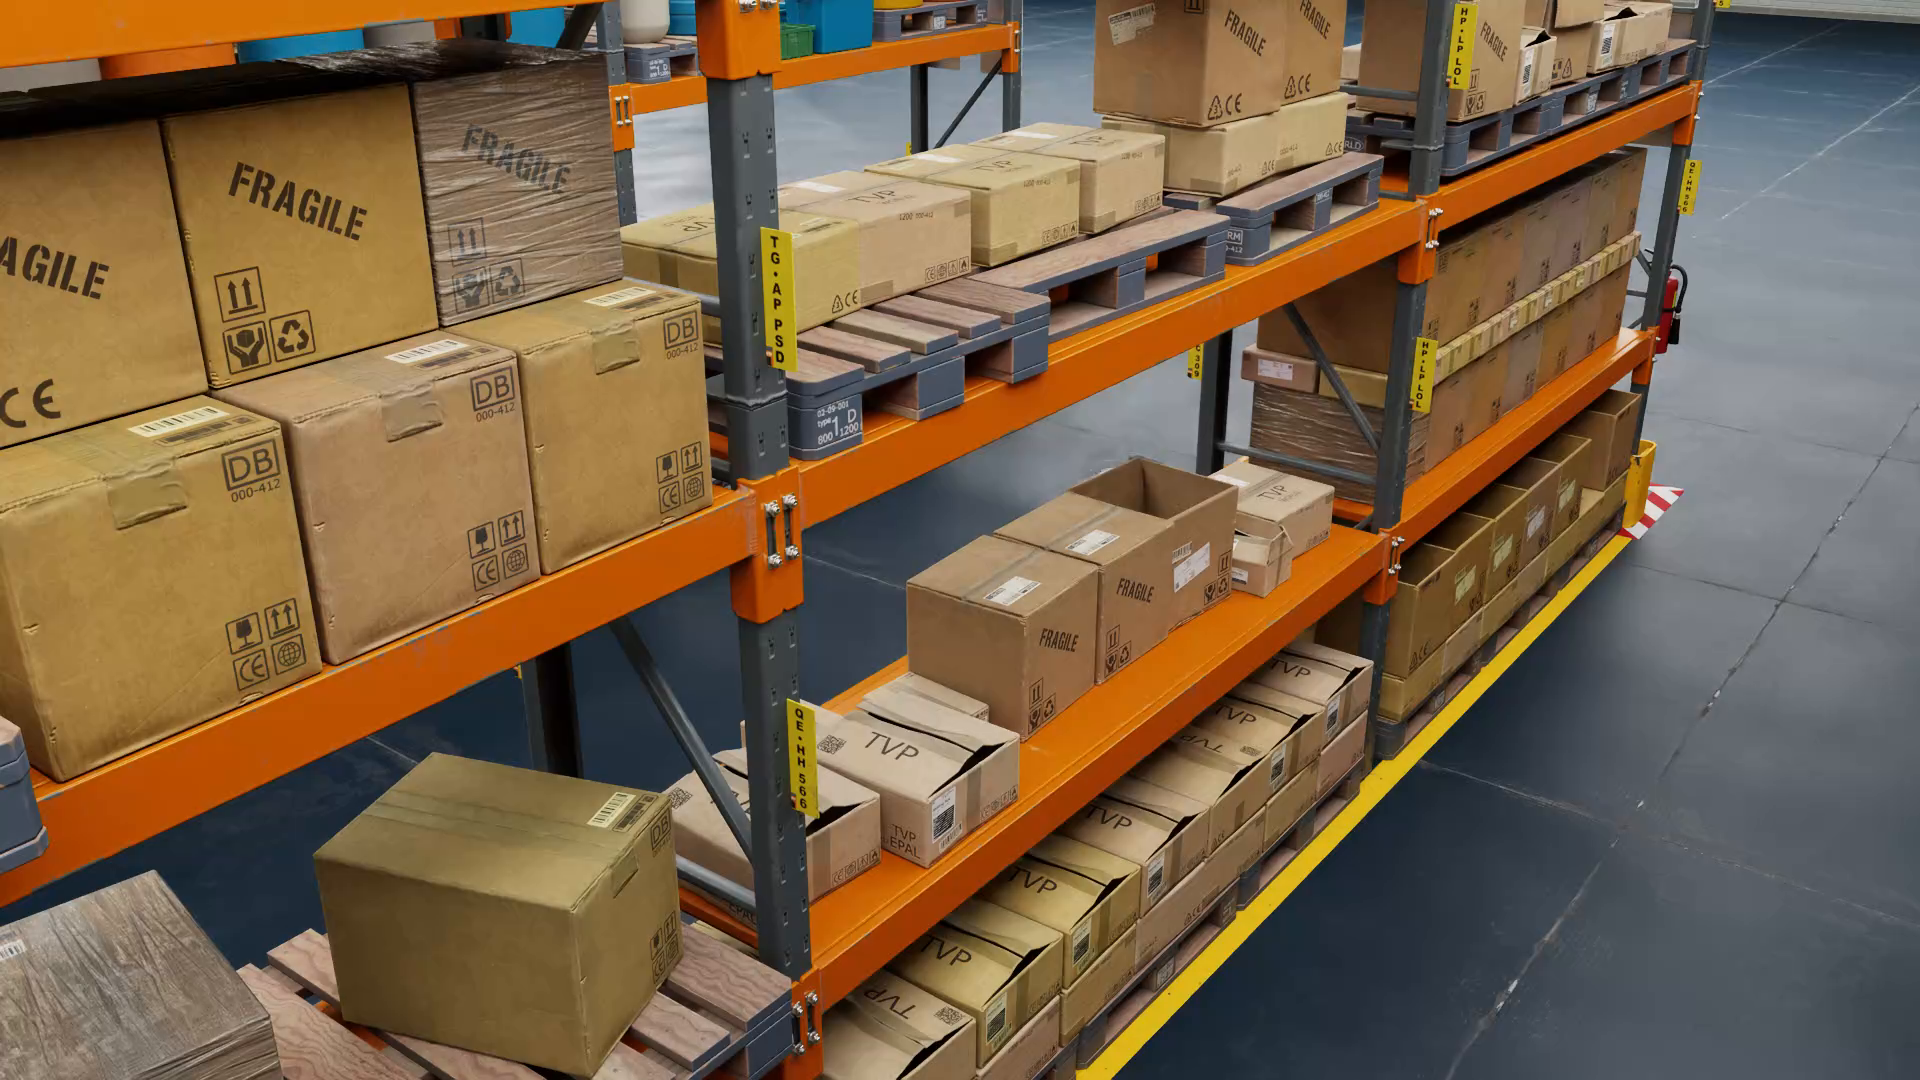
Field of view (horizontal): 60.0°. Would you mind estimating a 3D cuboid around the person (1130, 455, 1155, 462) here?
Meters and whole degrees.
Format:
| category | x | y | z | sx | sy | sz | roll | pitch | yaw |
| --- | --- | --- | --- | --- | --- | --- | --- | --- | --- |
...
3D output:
| category | x | y | z | sx | sy | sz | roll | pitch | yaw |
| --- | --- | --- | --- | --- | --- | --- | --- | --- | --- |
| person | 0.939 | -0.009 | 9.691 | 0.461 | 0.847 | 0.864 | 17 | 29 | 33 |
